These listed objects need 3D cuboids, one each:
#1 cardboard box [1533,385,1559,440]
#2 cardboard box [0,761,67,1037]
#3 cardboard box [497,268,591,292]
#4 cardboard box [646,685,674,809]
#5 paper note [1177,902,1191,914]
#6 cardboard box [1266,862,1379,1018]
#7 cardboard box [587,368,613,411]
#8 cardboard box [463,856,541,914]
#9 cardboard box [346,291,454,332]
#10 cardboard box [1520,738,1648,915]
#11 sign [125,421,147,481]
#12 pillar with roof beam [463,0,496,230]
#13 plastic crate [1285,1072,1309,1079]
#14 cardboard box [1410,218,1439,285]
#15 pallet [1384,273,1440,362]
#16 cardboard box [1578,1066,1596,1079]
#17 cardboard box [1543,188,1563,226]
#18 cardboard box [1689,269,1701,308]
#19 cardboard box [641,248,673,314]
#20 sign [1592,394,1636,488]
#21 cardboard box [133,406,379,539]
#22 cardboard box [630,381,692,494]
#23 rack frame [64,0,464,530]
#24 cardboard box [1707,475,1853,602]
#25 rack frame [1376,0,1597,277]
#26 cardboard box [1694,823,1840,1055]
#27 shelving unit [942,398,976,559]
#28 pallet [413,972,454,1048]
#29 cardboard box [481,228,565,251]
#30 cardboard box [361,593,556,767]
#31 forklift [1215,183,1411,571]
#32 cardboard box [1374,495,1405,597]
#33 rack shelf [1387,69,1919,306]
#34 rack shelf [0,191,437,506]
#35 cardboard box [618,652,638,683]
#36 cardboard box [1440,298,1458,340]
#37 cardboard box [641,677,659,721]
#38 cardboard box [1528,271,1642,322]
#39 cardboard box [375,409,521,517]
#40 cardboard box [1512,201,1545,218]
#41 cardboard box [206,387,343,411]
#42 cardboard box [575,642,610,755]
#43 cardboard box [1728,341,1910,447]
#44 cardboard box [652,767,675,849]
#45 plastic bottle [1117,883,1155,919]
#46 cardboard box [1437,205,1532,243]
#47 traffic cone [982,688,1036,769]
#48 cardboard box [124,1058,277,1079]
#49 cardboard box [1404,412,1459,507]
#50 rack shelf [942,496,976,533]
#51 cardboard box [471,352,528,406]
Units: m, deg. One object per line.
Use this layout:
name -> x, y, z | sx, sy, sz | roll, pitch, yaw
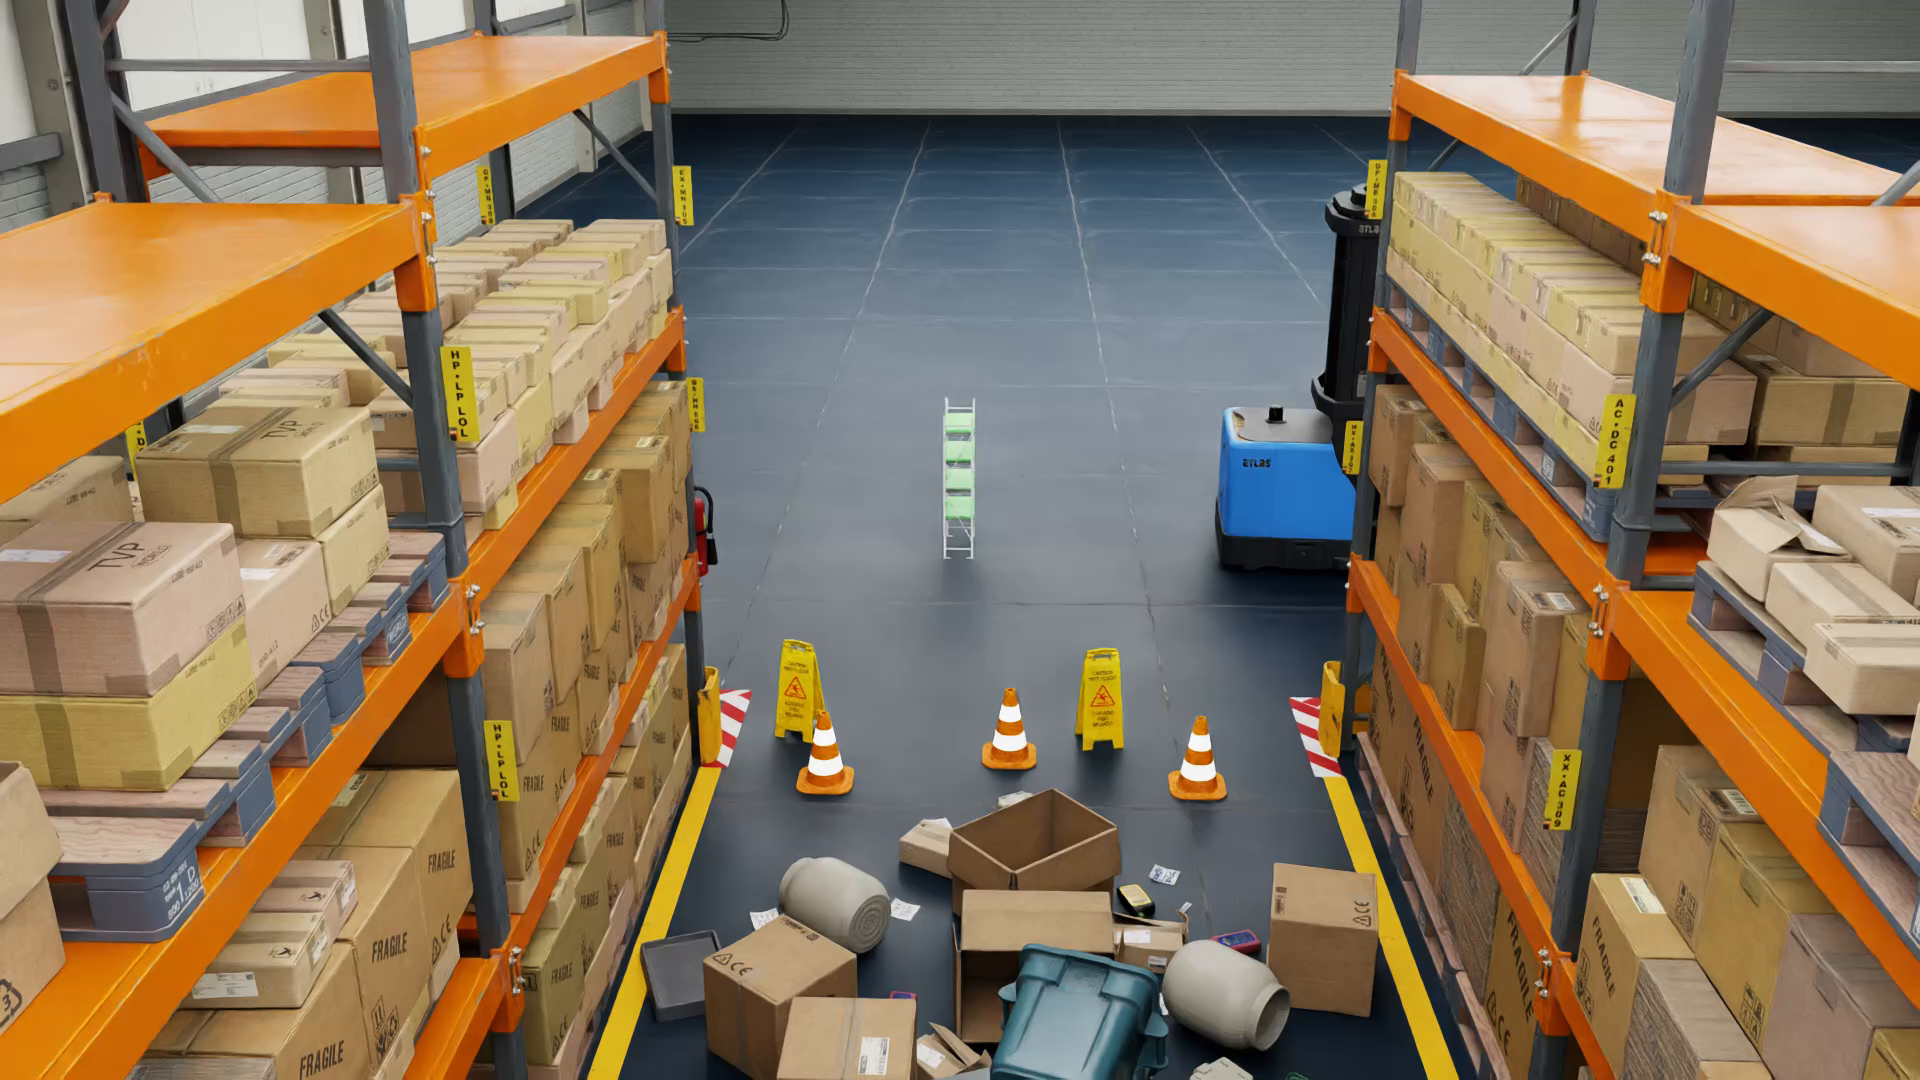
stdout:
cardboard box -> 2.444, -0.490, 6.421 | 0.380, 0.149, 0.250 | 1, 21, 2
cardboard box -> -2.316, 0.783, 3.368 | 0.797, 0.503, 0.637 | 1, 21, 2
cardboard box -> -1.949, -1.179, 7.814 | 0.380, 0.149, 0.250 | 0, 21, 0
cardboard box -> -1.866, 1.107, 9.007 | 0.500, 0.500, 0.500 | 1, 21, 4
paper note -> 1.185, 1.948, 8.787 | 0.032, 0.001, 0.123 | 13, 25, 29
cardboard box -> 1.760, 1.945, 8.116 | 0.500, 0.500, 0.500 | 4, 22, 11
cardboard box -> -1.824, -0.705, 7.692 | 0.380, 0.149, 0.250 | 0, 21, 1
cardboard box -> -1.882, 1.342, 6.564 | 0.380, 0.149, 0.250 | 1, 21, 1
cardboard box -> -2.469, -0.997, 7.342 | 0.380, 0.149, 0.250 | 1, 21, 2
cardboard box -> 2.738, 1.150, 6.505 | 0.875, 0.550, 0.550 | 1, 21, 2
sign -> -2.754, -0.307, 5.607 | 0.100, 0.325, 0.005 | 1, 21, 2
pillar with roof beam -> -3.123, -9.180, 25.042 | 9.100, 9.000, 0.400 | 1, 21, 2
plastic crate -> 1.435, 2.560, 6.886 | 0.450, 0.188, 0.662 | 23, 29, 25
cardboard box -> 2.575, -1.448, 8.337 | 0.500, 0.250, 0.500 | 0, 21, 1
pallet -> 2.849, -1.182, 8.698 | 1.003, 0.211, 1.213 | 1, 21, 2
cardboard box -> 2.810, 2.432, 5.938 | 1.050, 0.750, 0.750 | 1, 21, 1
cardboard box -> 3.173, -1.680, 8.385 | 0.380, 0.149, 0.250 | 1, 21, 3
cardboard box -> 3.119, -1.039, 6.733 | 0.380, 0.149, 0.250 | 1, 21, 2
cardboard box -> -1.836, -1.390, 8.908 | 0.500, 0.250, 0.500 | 0, 21, 1
sign -> 2.184, -0.329, 5.552 | 0.100, 0.325, 0.005 | 1, 21, 2
cardboard box -> -2.102, -0.211, 5.009 | 0.500, 0.250, 0.500 | 1, 21, 3
cardboard box -> -1.887, -0.575, 9.227 | 0.700, 0.500, 0.500 | 0, 21, 0
rack frame -> -2.212, -1.462, 5.149 | 1.000, 3.000, 0.127 | 1, 21, 2
cardboard box -> 2.471, -0.010, 5.021 | 0.258, 0.266, 0.396 | 0, 21, 1
rack frame -> 2.861, -2.890, 8.831 | 1.000, 3.000, 0.127 | 1, 21, 2
cardboard box -> 2.716, 1.206, 5.047 | 0.700, 0.500, 0.500 | 0, 21, 1
shelving unit -> -0.005, -0.500, 13.451 | 0.258, 1.200, 0.503 | 1, 21, 2
pallet -> -2.380, 1.699, 5.561 | 1.003, 0.211, 1.213 | 1, 21, 2
cardboard box -> -2.297, -1.547, 8.760 | 0.380, 0.149, 0.250 | 1, 21, 1
cardboard box -> -1.982, 0.527, 6.386 | 0.700, 0.500, 0.500 | 0, 21, 1
forklift -> 3.614, -1.242, 12.970 | 3.031, 2.935, 1.130 | 2, 21, 5
cardboard box -> 2.895, -0.028, 9.542 | 0.875, 0.550, 0.550 | 1, 21, 2
rack shelf -> 2.800, -1.645, 7.169 | 1.077, 0.370, 4.000 | 1, 21, 2
rack shelf -> -2.273, -0.217, 3.488 | 1.077, 0.370, 4.000 | 1, 21, 2
cardboard box -> -1.857, 0.607, 8.459 | 0.380, 0.149, 0.250 | 0, 21, 1
cardboard box -> 2.491, -1.040, 7.838 | 0.380, 0.149, 0.250 | 0, 21, 1
cardboard box -> -1.809, 0.840, 8.798 | 0.380, 0.149, 0.250 | 1, 21, 3
cardboard box -> 2.455, -0.951, 6.505 | 0.380, 0.149, 0.250 | 1, 21, 3
cardboard box -> -1.925, -0.288, 6.068 | 0.500, 0.250, 0.500 | 0, 21, 0
cardboard box -> 3.125, -1.623, 8.788 | 0.500, 0.250, 0.500 | 1, 21, 2
cardboard box -> -2.420, -0.435, 5.895 | 0.380, 0.149, 0.250 | 1, 21, 3
cardboard box -> -1.900, 0.631, 7.501 | 0.500, 0.500, 0.500 | 0, 21, 1
cardboard box -> 3.034, -0.530, 5.973 | 0.500, 0.250, 0.500 | 1, 21, 2
cardboard box -> -1.869, 1.457, 9.140 | 0.500, 0.250, 0.500 | 1, 21, 2
plastic bottle -> 0.944, 1.919, 8.791 | 0.133, 0.061, 0.283 | -7, 22, -17
cardboard box -> 2.501, -1.504, 7.931 | 0.380, 0.149, 0.250 | 0, 21, 1
traffic cone -> 0.306, 1.131, 10.269 | 0.336, 0.463, 0.334 | 1, 21, 2
cardboard box -> -2.047, 1.679, 4.219 | 0.500, 0.500, 0.500 | 0, 21, 0
cardboard box -> 2.886, -0.333, 8.834 | 0.875, 0.550, 0.550 | 1, 21, 2
rack shelf -> -0.005, -0.216, 13.561 | 0.258, 0.148, 0.480 | 1, 21, 2
cardboard box -> -1.880, -0.618, 6.366 | 0.380, 0.149, 0.250 | 0, 21, 0
